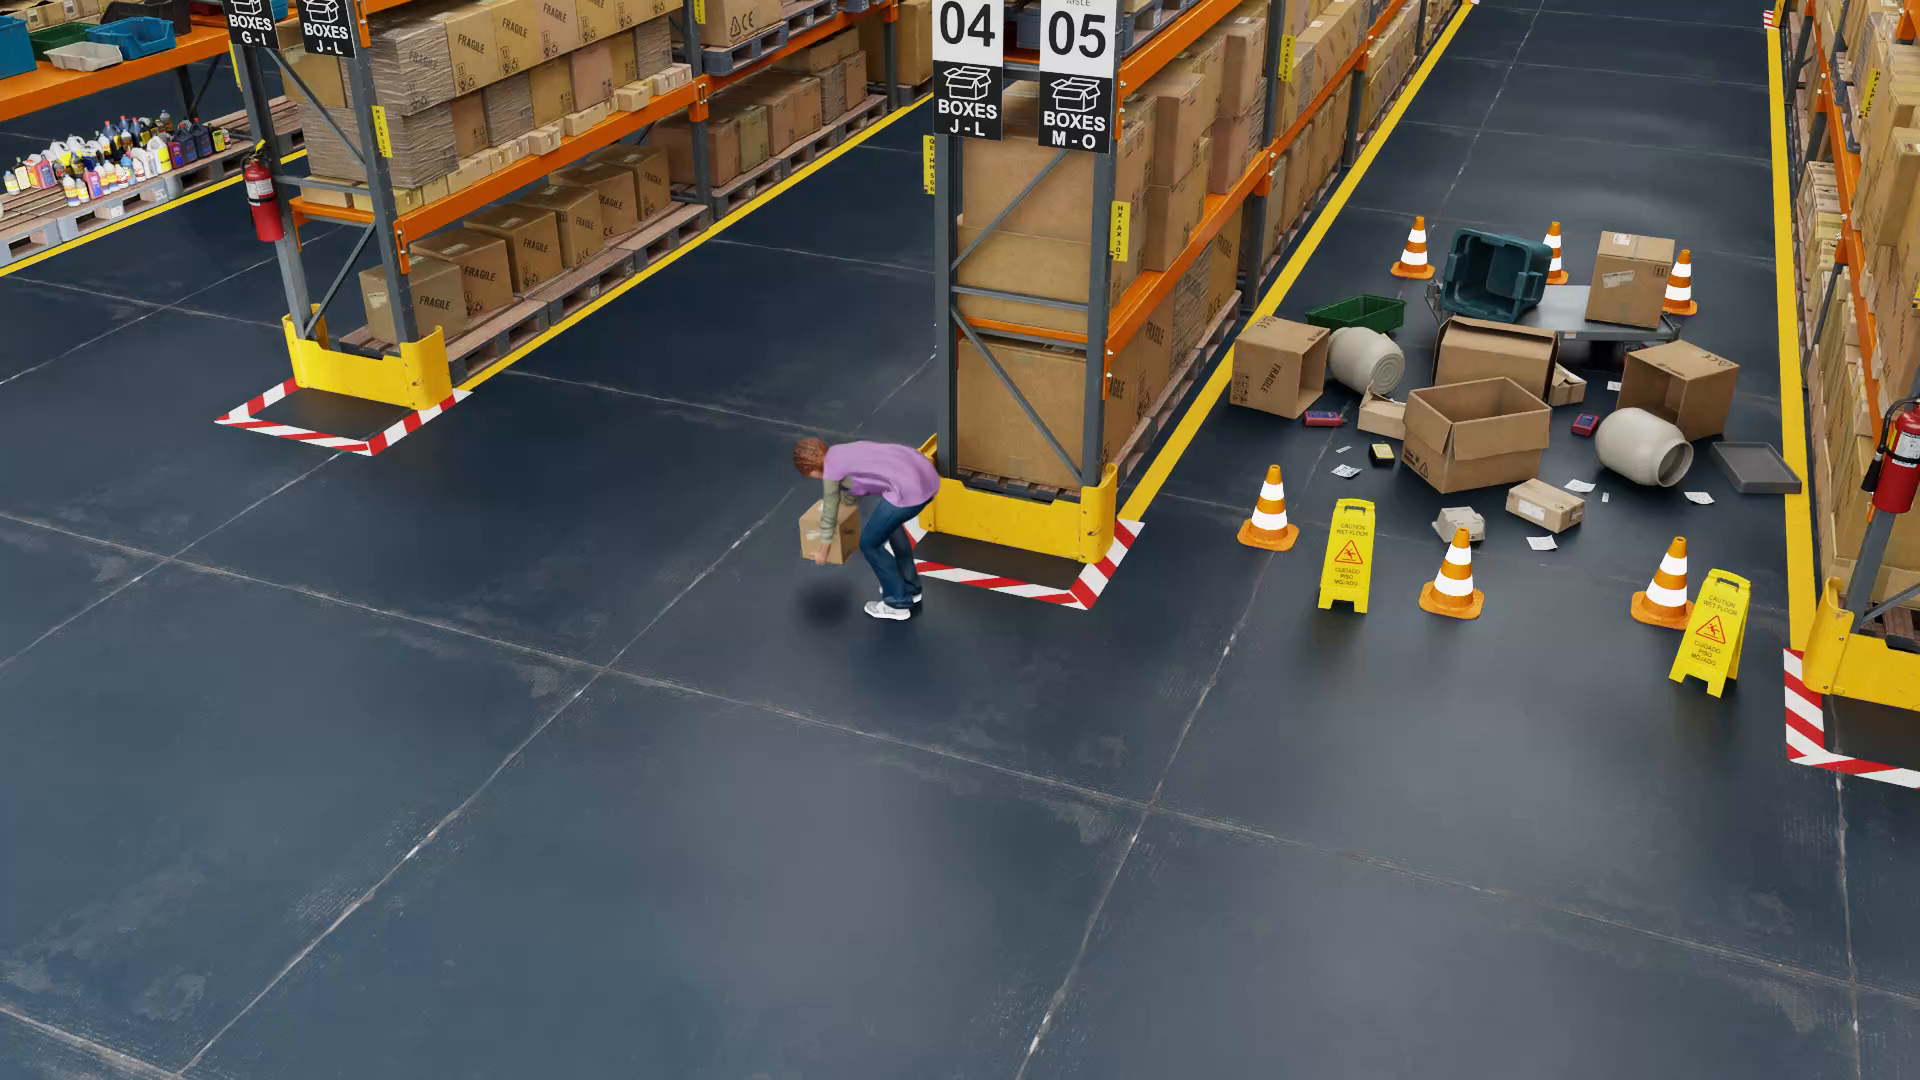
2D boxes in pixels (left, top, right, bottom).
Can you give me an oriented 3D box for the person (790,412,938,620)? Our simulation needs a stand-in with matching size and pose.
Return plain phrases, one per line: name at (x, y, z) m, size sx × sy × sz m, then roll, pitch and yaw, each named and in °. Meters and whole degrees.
person at (-0.531, -0.140, 9.146) m, size 0.858 × 1.090 × 0.384 m, roll 14°, pitch 33°, yaw 22°
